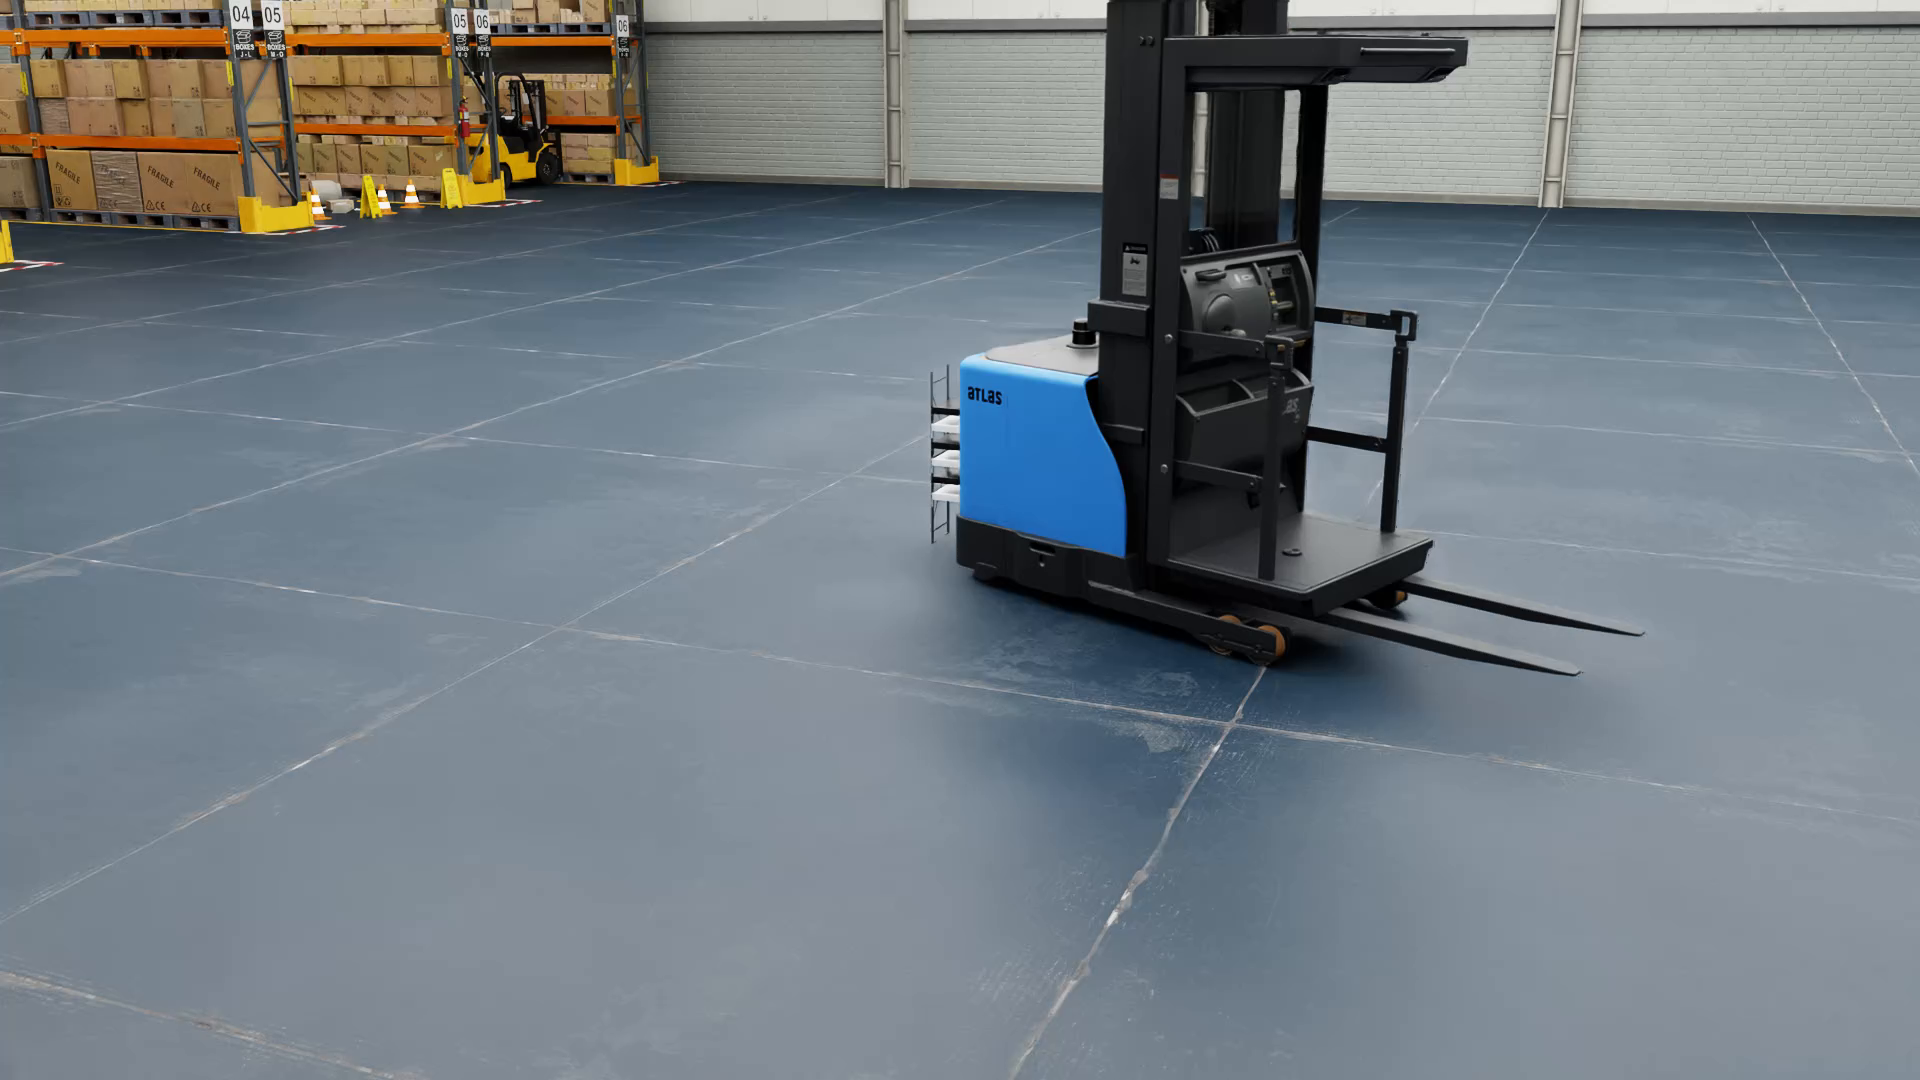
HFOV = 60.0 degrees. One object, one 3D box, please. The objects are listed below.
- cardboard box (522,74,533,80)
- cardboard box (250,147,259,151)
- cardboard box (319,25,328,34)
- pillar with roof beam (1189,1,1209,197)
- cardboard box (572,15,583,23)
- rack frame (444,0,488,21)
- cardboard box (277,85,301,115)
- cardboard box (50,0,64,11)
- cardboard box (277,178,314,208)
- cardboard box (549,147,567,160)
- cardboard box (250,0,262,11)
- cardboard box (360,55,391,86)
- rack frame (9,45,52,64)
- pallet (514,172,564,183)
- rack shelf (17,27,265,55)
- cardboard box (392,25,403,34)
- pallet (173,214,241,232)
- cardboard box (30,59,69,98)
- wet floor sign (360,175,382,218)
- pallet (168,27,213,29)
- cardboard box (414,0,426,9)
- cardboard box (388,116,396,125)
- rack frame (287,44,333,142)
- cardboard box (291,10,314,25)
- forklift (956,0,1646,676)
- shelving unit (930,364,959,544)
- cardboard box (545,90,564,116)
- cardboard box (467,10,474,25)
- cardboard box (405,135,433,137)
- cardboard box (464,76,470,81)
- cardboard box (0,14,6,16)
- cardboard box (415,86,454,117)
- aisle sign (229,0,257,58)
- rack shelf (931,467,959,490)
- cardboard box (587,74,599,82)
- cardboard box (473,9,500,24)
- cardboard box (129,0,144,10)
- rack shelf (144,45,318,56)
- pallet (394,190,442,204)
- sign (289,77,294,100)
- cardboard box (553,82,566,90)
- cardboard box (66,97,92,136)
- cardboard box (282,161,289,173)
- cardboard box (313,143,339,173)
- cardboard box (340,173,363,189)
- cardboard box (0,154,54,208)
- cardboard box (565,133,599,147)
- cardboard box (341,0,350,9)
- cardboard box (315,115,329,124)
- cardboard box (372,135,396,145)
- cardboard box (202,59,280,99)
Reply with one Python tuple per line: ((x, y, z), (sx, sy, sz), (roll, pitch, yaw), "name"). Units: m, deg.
((-8.547, -9.259, 33.311), (0.250, 0.149, 0.380), (6, 17, 21), "cardboard box")
((-15.343, -8.503, 36.314), (0.500, 0.500, 0.500), (7, 18, 23), "cardboard box")
((-10.861, -8.831, 28.783), (0.250, 0.149, 0.380), (6, 17, 19), "cardboard box")
((2.787, -9.431, 25.020), (0.400, 9.000, 9.100), (6, 17, 21), "pillar with roof beam")
((-7.362, -10.165, 32.445), (0.250, 0.149, 0.380), (6, 17, 19), "cardboard box")
((-8.297, -10.183, 27.608), (0.127, 3.000, 1.000), (6, 17, 21), "rack frame")
((-11.711, -7.784, 29.395), (0.500, 0.500, 0.500), (6, 17, 20), "cardboard box")
((-13.053, -7.809, 24.330), (0.250, 0.149, 0.380), (6, 17, 21), "cardboard box")
((-10.860, -5.626, 27.150), (0.637, 0.503, 0.797), (-5, 17, -18), "cardboard box")
((-7.998, -7.781, 33.377), (0.500, 0.250, 0.500), (6, 17, 19), "cardboard box")
((-10.221, -7.695, 23.938), (0.250, 0.149, 0.380), (6, 17, 21), "cardboard box")
((-9.833, -8.048, 28.508), (0.500, 0.500, 0.700), (6, 17, 20), "cardboard box")
((-21.364, -10.226, 38.518), (0.127, 3.000, 1.000), (6, 17, 21), "rack frame")
((-8.337, -7.443, 33.932), (1.213, 0.211, 1.003), (6, 17, 21), "pallet")
((-11.880, -7.307, 24.374), (4.000, 0.370, 1.077), (6, 17, 21), "rack shelf")
((-9.421, -8.682, 28.268), (0.250, 0.149, 0.380), (6, 17, 21), "cardboard box")
((-10.792, -4.730, 24.587), (1.213, 0.211, 1.003), (6, 17, 21), "pallet")
((-13.410, -6.961, 25.064), (0.550, 0.550, 0.875), (6, 17, 21), "cardboard box")
((-9.266, -5.387, 26.074), (0.232, 0.644, 0.267), (3, 17, 11), "wet floor sign")
((-13.519, -9.257, 30.137), (1.003, 0.211, 1.213), (6, 17, 21), "pallet")
((-8.946, -8.999, 27.931), (0.250, 0.149, 0.380), (7, 17, 22), "cardboard box")
((-9.668, -7.274, 28.799), (0.250, 0.149, 0.380), (7, 17, 21), "cardboard box")
((-13.922, -9.408, 35.699), (0.127, 3.000, 1.000), (6, 17, 21), "rack frame")
((-11.226, -9.056, 28.842), (0.500, 0.250, 0.500), (6, 17, 20), "cardboard box")
((1.401, -1.051, 7.036), (3.031, 2.935, 1.130), (15, 22, 41), "forklift")
((-0.008, -0.433, 8.551), (0.210, 0.900, 0.258), (6, 17, 21), "shelving unit")
((-7.990, -8.727, 33.177), (0.500, 0.500, 0.500), (6, 17, 20), "cardboard box")
((-8.667, -8.934, 28.421), (0.500, 0.250, 0.500), (6, 17, 20), "cardboard box")
((-11.409, -8.192, 35.016), (0.625, 0.625, 0.875), (6, 17, 20), "cardboard box")
((-10.013, -9.391, 33.767), (0.250, 0.149, 0.380), (7, 17, 22), "cardboard box")
((-17.889, -9.829, 31.258), (0.258, 0.266, 0.396), (8, 18, 25), "cardboard box")
((-8.903, -7.477, 28.334), (0.500, 0.500, 0.500), (6, 17, 20), "cardboard box")
((-10.064, -7.171, 23.331), (0.004, 0.787, 0.394), (6, 17, 21), "aisle sign")
((-0.008, -0.315, 8.585), (0.200, 0.077, 0.258), (6, 17, 21), "rack shelf")
((-7.131, -9.091, 32.732), (0.250, 0.149, 0.380), (6, 17, 21), "cardboard box")
((-9.516, -10.498, 33.301), (0.500, 0.311, 0.500), (7, 17, 22), "cardboard box")
((-11.635, -7.653, 23.794), (0.250, 0.149, 0.380), (6, 17, 21), "cardboard box")
((-15.782, -10.707, 36.086), (4.000, 0.370, 1.077), (6, 17, 21), "rack shelf")
((-9.111, -6.063, 29.178), (1.213, 0.211, 1.003), (6, 17, 21), "pallet")
((-9.810, -6.605, 24.349), (0.005, 0.325, 0.100), (6, 17, 21), "sign")
((-7.865, -9.016, 33.007), (0.250, 0.149, 0.380), (6, 17, 19), "cardboard box")
((-12.873, -6.404, 25.082), (0.550, 0.550, 0.875), (6, 17, 21), "cardboard box")
((-12.507, -6.704, 30.344), (0.625, 0.372, 0.950), (7, 17, 21), "cardboard box")
((-11.066, -6.770, 29.447), (0.500, 0.500, 0.500), (7, 18, 23), "cardboard box")
((-10.573, -6.356, 29.367), (0.500, 0.250, 0.500), (6, 17, 20), "cardboard box")
((-14.351, -5.578, 25.790), (0.750, 0.750, 1.050), (6, 17, 20), "cardboard box")
((-7.499, -7.968, 33.124), (0.500, 0.250, 0.500), (7, 17, 22), "cardboard box")
((-10.369, -9.159, 28.483), (0.250, 0.149, 0.380), (7, 17, 22), "cardboard box")
((-11.113, -7.409, 29.264), (0.250, 0.149, 0.380), (7, 18, 22), "cardboard box")
((-9.982, -6.943, 28.879), (0.250, 0.149, 0.380), (7, 18, 23), "cardboard box")
((-10.350, -6.646, 23.981), (0.550, 0.550, 0.875), (6, 17, 21), "cardboard box")
